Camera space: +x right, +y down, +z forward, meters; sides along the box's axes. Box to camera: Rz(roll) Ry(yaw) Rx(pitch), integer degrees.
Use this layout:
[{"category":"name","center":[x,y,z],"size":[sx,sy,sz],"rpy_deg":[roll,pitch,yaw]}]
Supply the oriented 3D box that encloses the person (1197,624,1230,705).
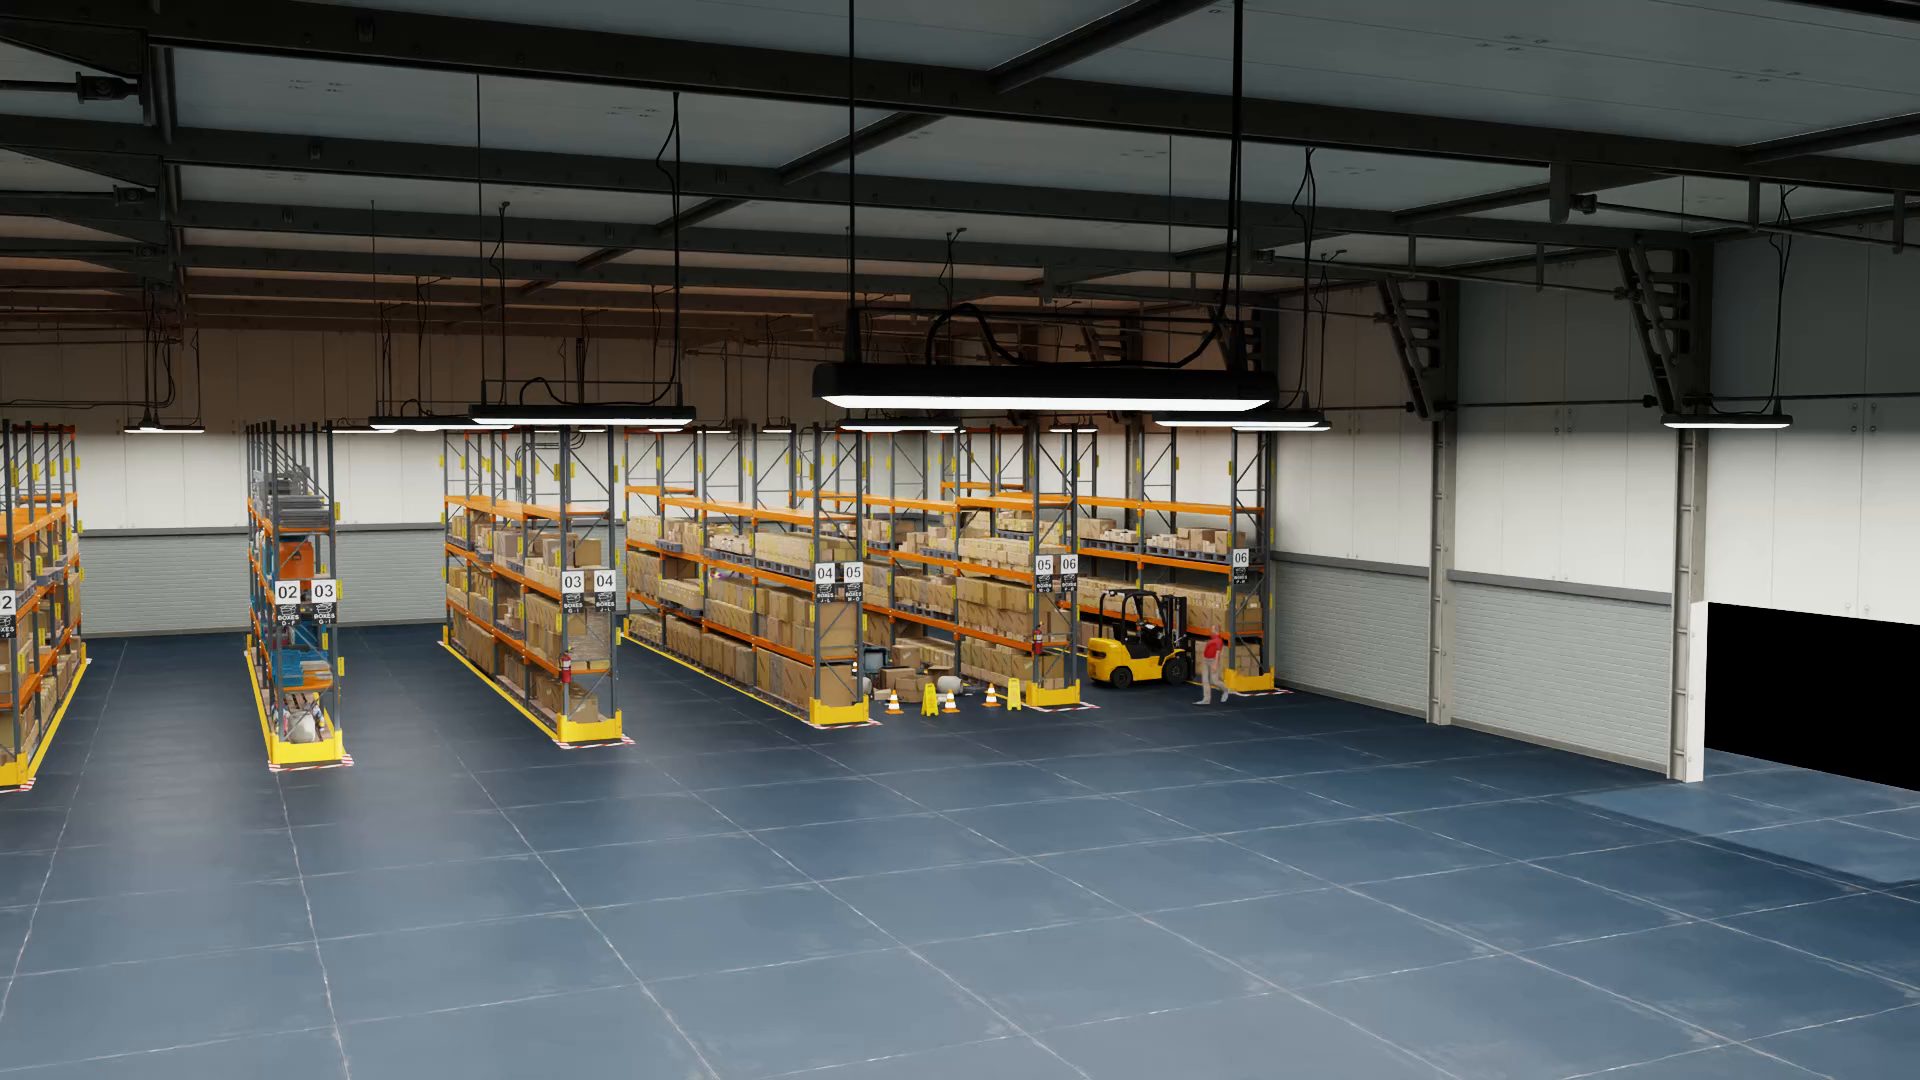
[{"category":"person","center":[5.409,2.645,35.401],"size":[0.678,1.705,0.517],"rpy_deg":[-3,5,-41]}]

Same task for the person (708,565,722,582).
[{"category":"person","center":[-7.712,1.597,52.087],"size":[0.681,1.726,0.898],"rpy_deg":[3,4,36]}]
